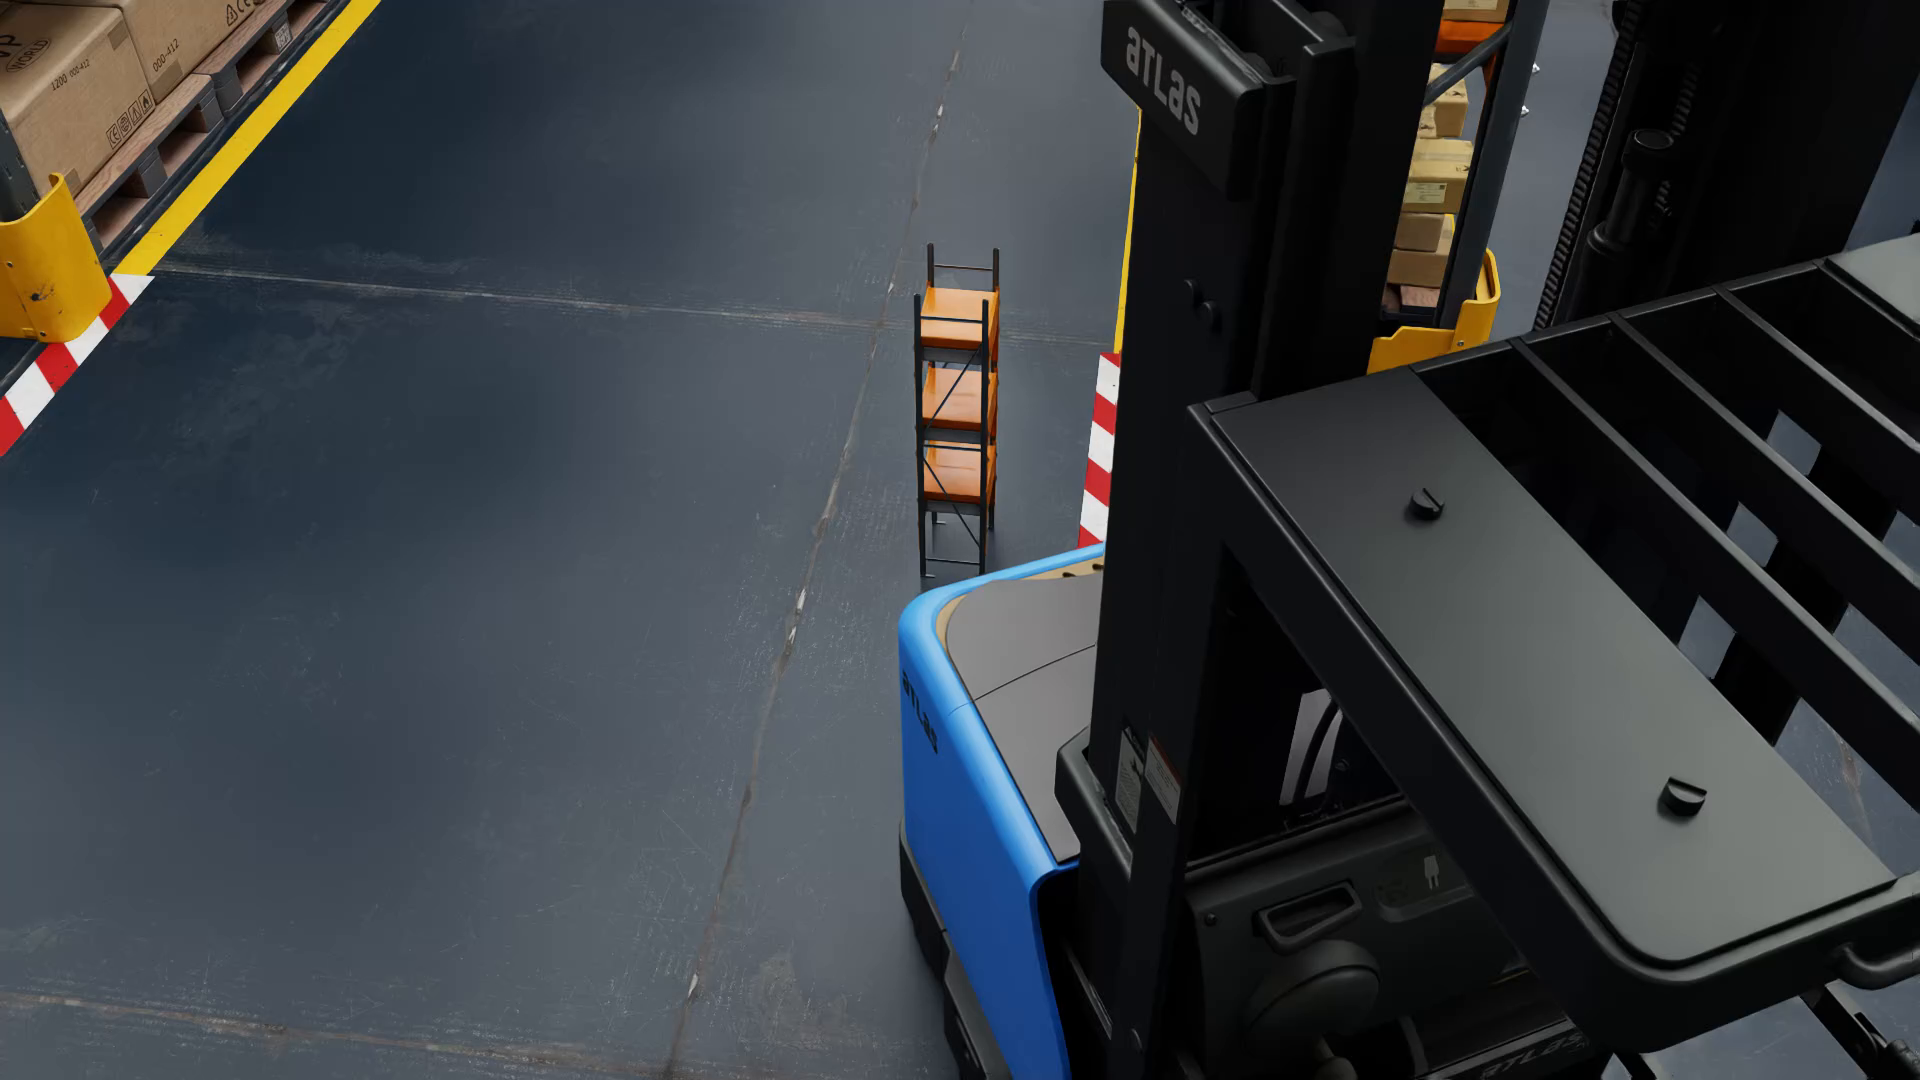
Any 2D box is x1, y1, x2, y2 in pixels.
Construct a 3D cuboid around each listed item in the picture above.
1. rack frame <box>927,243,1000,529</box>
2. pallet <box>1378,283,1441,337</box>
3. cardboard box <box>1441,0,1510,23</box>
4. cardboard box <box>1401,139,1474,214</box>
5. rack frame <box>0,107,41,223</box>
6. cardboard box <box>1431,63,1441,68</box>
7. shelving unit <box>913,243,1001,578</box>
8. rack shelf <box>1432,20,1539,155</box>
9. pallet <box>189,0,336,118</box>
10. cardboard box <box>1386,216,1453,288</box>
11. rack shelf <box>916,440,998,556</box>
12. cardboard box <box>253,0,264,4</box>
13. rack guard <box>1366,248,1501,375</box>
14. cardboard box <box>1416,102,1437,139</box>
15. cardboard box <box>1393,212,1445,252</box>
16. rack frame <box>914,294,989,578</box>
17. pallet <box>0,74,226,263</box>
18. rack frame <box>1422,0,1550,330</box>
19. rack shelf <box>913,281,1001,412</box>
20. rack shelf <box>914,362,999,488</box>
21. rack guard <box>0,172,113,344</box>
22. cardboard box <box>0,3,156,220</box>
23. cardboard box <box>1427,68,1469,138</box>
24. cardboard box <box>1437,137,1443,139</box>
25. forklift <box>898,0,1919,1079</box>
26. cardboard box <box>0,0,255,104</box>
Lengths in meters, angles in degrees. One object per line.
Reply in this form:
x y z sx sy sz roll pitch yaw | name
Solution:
0.009 -0.428 4.938 0.200 1.050 0.008 5 44 6 | rack frame
1.320 -1.187 6.350 1.003 0.211 1.213 5 44 6 | pallet
1.535 -1.697 5.044 0.380 0.149 0.250 5 44 5 | cardboard box
1.574 -1.257 5.731 0.380 0.149 0.250 3 44 4 | cardboard box
-3.752 -1.979 5.158 1.000 3.000 0.127 5 44 6 | rack frame
1.602 -1.793 6.297 0.380 0.149 0.250 3 44 3 | cardboard box
-0.007 -0.345 4.851 0.215 1.050 0.252 5 44 6 | shelving unit
1.432 -2.699 6.442 1.077 0.370 4.000 5 44 6 | rack shelf
-3.560 -2.347 7.575 1.003 0.211 1.213 5 44 6 | pallet
1.554 -1.043 5.938 0.380 0.149 0.250 6 44 6 | cardboard box
-0.007 -0.135 5.049 0.215 0.259 0.240 5 44 6 | rack shelf
-3.531 -2.899 7.688 0.875 0.438 0.875 4 44 4 | cardboard box
1.178 -0.742 5.670 1.175 0.500 0.348 5 44 6 | rack guard
1.491 -1.456 5.941 0.380 0.149 0.250 6 44 6 | cardboard box
1.491 -1.157 5.842 0.380 0.149 0.250 7 44 7 | cardboard box
-0.023 -0.262 4.763 0.200 1.050 0.008 5 44 6 | rack frame
-3.724 -1.518 6.700 1.003 0.211 1.213 5 44 6 | pallet
1.168 -1.598 4.756 1.000 3.000 0.127 5 44 6 | rack frame
-0.007 -0.543 4.663 0.215 0.259 0.240 5 44 6 | rack shelf
-0.007 -0.337 4.858 0.215 0.259 0.240 5 44 6 | rack shelf
-3.755 -1.055 6.000 1.175 0.500 0.348 5 44 6 | rack guard
-3.764 -1.660 6.379 0.875 0.438 0.875 4 44 4 | cardboard box
1.651 -1.616 6.110 0.380 0.149 0.250 5 44 5 | cardboard box
1.670 -1.678 6.392 0.380 0.149 0.250 7 44 7 | cardboard box
0.858 0.663 2.418 1.130 2.935 3.031 -15 45 -15 | forklift
-3.651 -2.284 7.039 0.875 0.438 0.875 6 44 7 | cardboard box
